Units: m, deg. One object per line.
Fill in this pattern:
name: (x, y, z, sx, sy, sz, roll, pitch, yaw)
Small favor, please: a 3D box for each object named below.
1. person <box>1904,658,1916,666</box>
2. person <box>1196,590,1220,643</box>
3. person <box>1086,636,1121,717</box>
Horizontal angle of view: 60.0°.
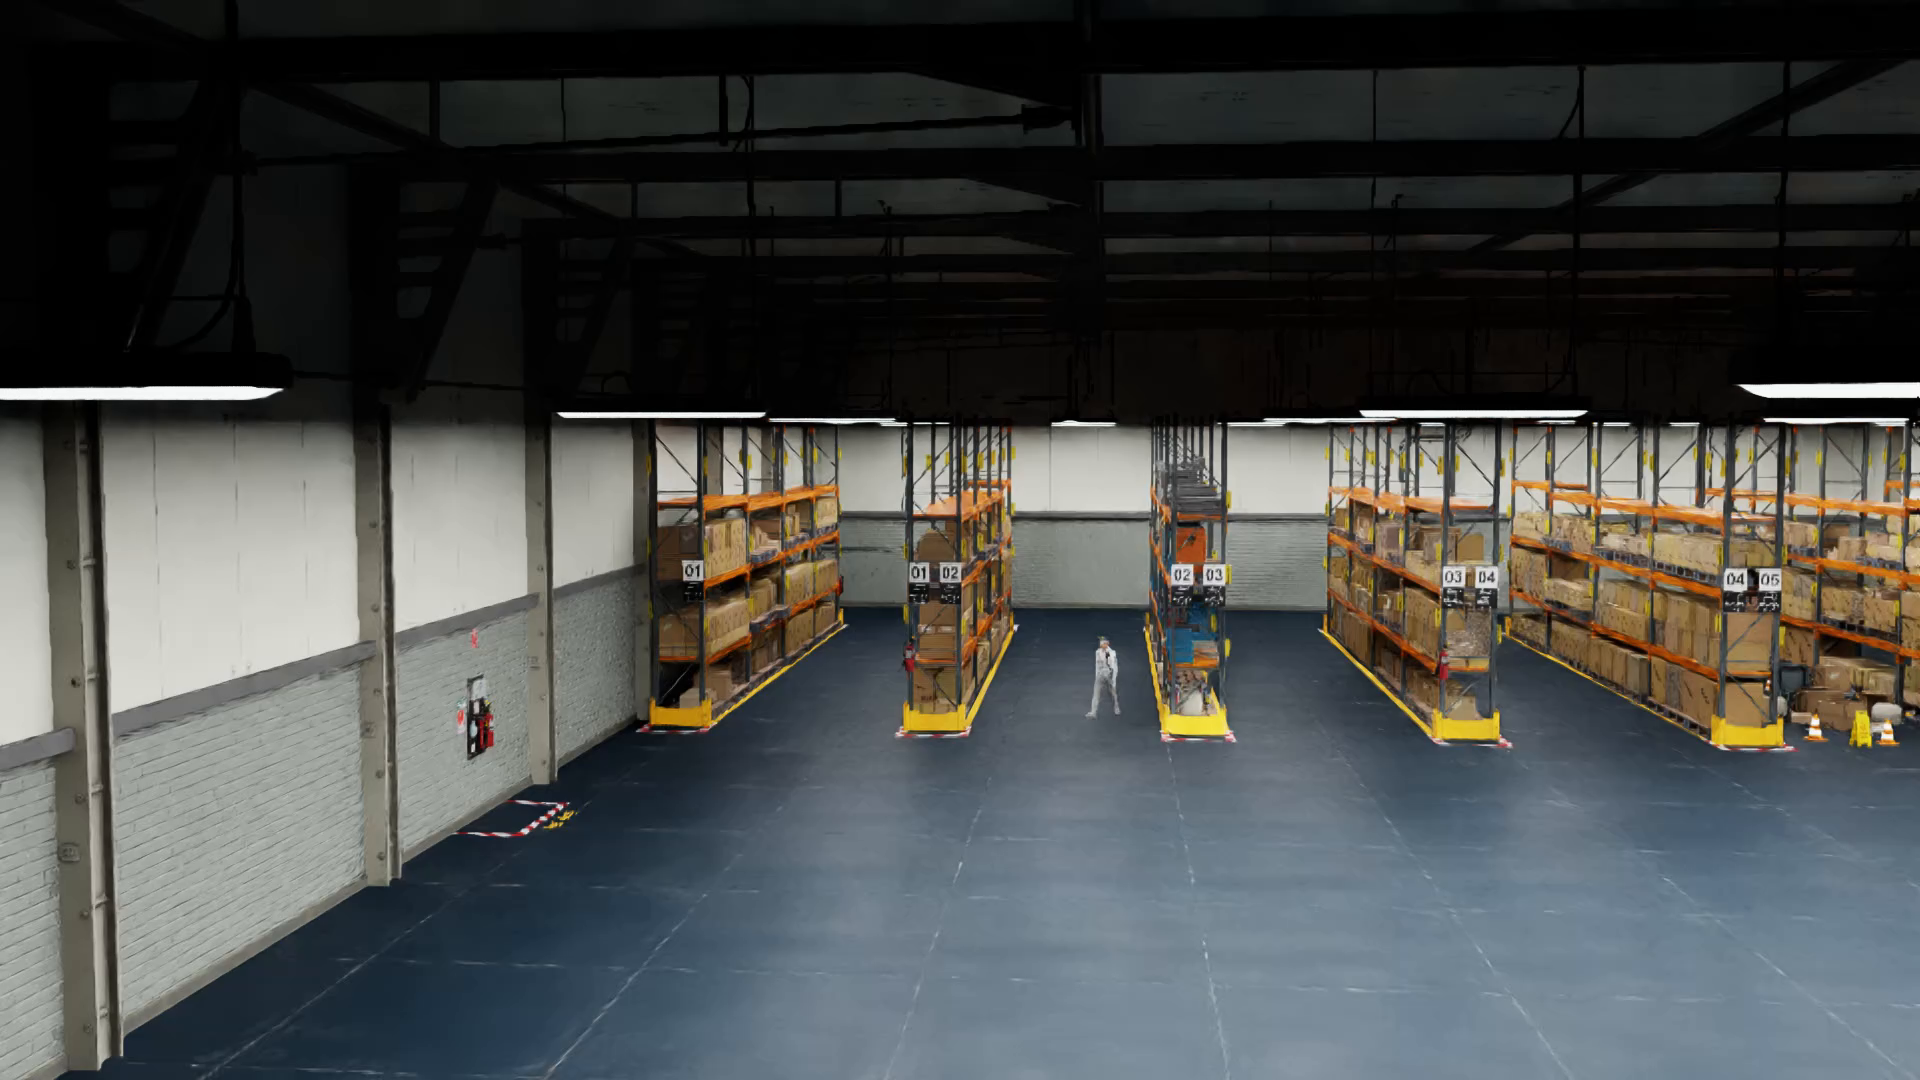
person: (22.740, 2.237, 39.438, 0.557, 1.641, 0.611, 2, 4, 30)
person: (6.489, 1.909, 44.130, 0.658, 1.676, 0.759, -1, 4, -21)
person: (2.885, 2.688, 32.984, 0.521, 1.624, 0.928, 2, 4, 29)
